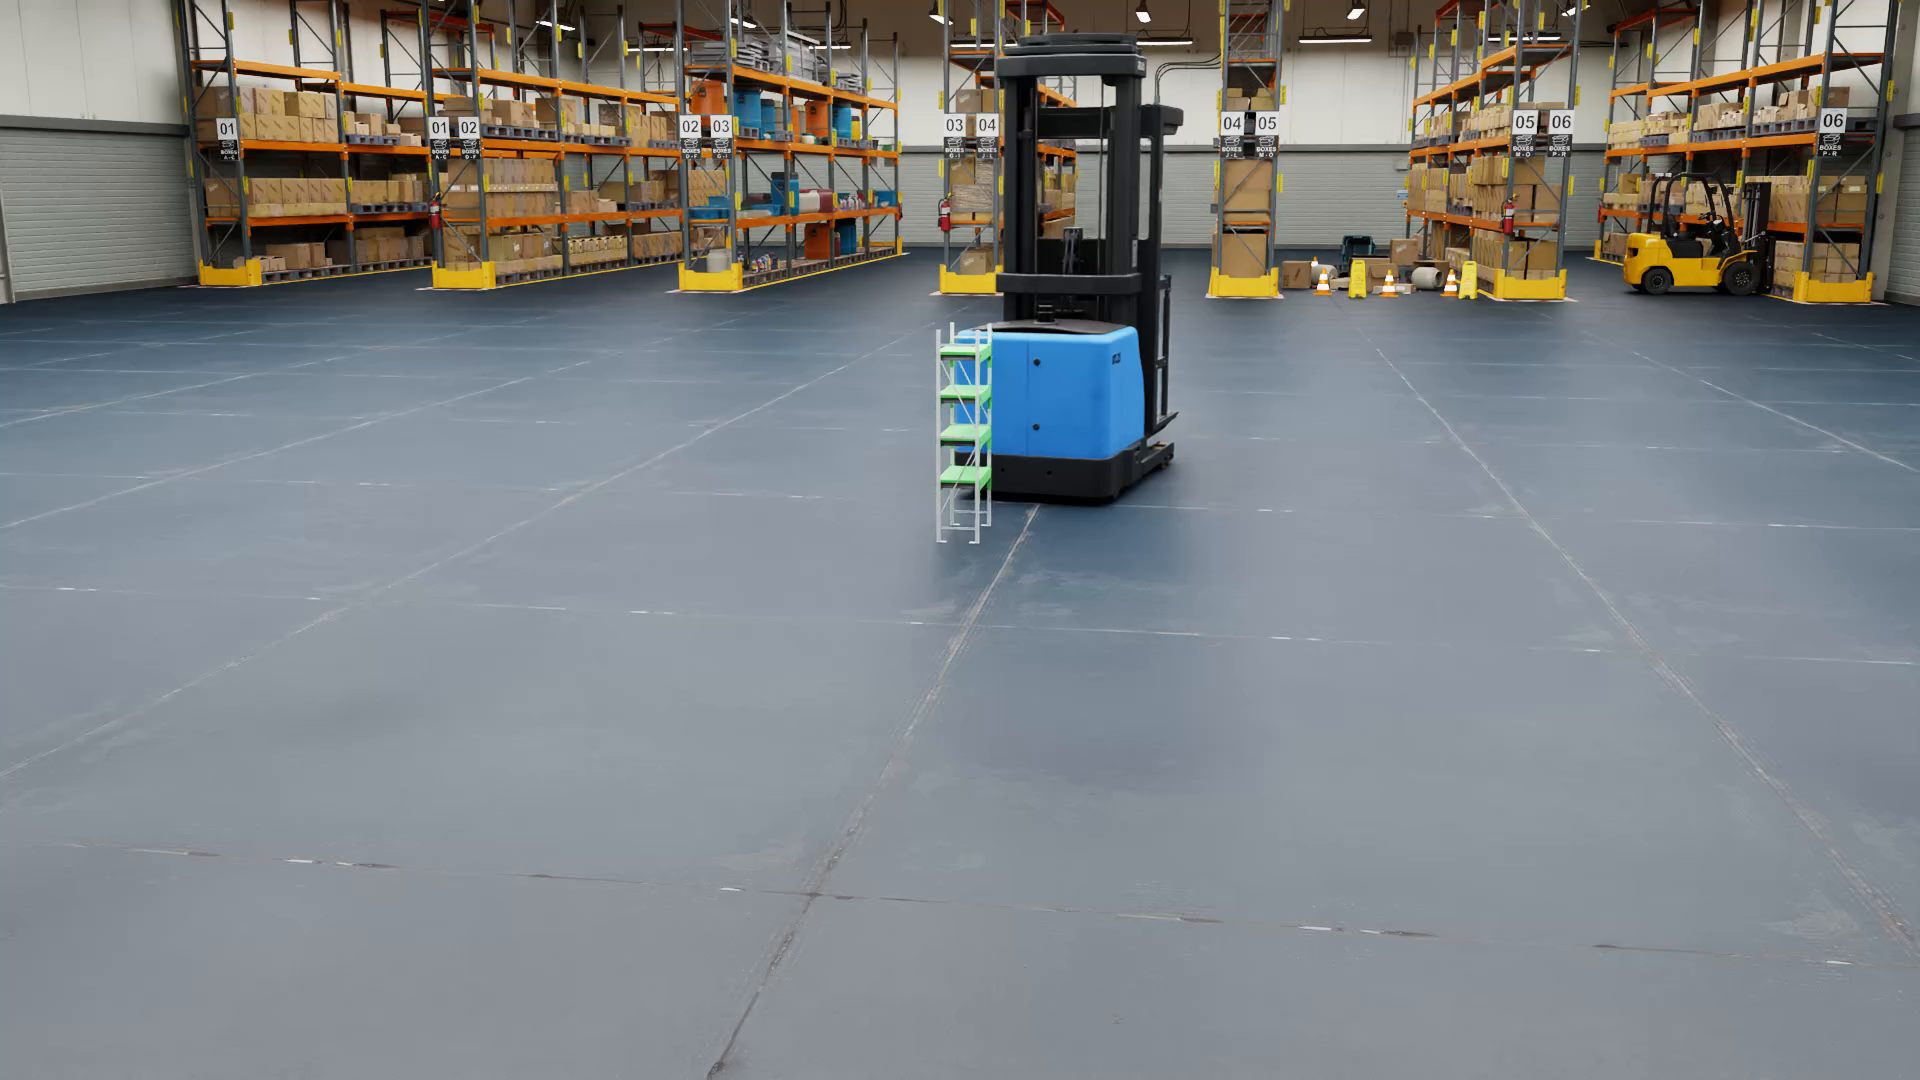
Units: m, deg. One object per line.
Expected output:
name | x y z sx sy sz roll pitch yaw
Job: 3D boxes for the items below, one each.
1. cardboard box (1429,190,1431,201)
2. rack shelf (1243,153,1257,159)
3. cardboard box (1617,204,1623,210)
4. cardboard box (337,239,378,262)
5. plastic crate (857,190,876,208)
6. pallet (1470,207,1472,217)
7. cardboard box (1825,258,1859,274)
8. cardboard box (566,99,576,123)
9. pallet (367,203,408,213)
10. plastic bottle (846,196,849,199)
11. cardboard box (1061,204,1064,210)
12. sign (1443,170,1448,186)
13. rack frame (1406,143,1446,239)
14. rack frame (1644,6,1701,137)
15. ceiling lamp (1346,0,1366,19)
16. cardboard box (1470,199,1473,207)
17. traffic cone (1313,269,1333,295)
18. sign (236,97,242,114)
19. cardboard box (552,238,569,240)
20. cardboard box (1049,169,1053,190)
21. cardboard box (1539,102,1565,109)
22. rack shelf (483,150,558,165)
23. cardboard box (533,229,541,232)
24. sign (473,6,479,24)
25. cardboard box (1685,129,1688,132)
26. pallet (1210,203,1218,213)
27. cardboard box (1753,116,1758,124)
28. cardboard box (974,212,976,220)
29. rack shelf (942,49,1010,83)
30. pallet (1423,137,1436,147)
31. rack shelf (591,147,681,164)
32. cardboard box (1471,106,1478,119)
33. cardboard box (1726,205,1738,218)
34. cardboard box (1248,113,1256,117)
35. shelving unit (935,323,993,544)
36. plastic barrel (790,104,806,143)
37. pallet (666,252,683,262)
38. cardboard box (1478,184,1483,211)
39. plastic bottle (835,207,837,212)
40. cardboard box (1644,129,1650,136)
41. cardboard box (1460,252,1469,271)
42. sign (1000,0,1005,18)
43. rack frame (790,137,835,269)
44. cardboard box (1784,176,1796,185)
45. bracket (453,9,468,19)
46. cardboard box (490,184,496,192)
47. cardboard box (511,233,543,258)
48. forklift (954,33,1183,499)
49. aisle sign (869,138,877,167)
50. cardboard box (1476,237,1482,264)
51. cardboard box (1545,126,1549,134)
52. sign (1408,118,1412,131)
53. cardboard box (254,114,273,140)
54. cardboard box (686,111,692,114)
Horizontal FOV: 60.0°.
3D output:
cardboard box | 11.448 -8.192 39.553 0.500 0.250 0.500 2 12 10
rack shelf | 7.248 -9.883 42.818 1.077 0.370 4.000 2 12 9
cardboard box | 16.778 -8.381 41.857 0.380 0.149 0.250 2 12 10
cardboard box | -13.732 -6.606 37.914 0.700 0.500 0.500 2 12 8
plastic crate | -2.454 -8.932 43.526 0.402 0.464 0.583 2 12 9
pallet | 10.878 -6.608 33.489 1.003 0.211 1.213 2 12 9
cardboard box | 15.184 -4.751 28.762 0.500 0.250 0.500 2 12 10
cardboard box | -8.765 -9.401 36.456 0.500 0.500 0.500 3 13 14
pallet | -13.507 -7.675 38.442 1.003 0.211 1.213 2 12 9
plastic bottle | -2.828 -8.434 41.626 0.144 0.351 0.185 2 12 9
cardboard box | 2.429 -8.461 42.232 0.380 0.149 0.250 2 12 9
sign | 10.683 -7.963 36.575 0.100 0.325 0.005 2 12 9
rack frame | 12.462 -9.045 44.344 1.000 3.000 0.127 2 12 9
rack frame | 16.752 -10.985 39.105 1.000 3.000 0.127 2 12 9
ceiling lamp | 9.561 -13.896 38.755 0.800 3.185 2.000 2 12 9
cardboard box | 10.423 -6.746 33.273 0.380 0.149 0.250 2 12 9
traffic cone | 6.580 -4.678 30.102 0.336 0.463 0.334 2 12 9
sign | -13.938 -8.393 32.124 0.100 0.325 0.005 2 12 9
cardboard box | -9.031 -6.631 37.341 0.500 0.311 0.500 2 12 8
cardboard box | 1.848 -8.797 40.574 0.797 0.503 0.637 2 12 9
cardboard box | 10.258 -7.515 28.828 0.380 0.149 0.250 2 12 8
rack shelf | -12.321 -10.546 45.896 1.077 0.370 4.000 2 12 9
cardboard box | -12.176 -8.473 46.627 0.700 0.500 0.500 1 12 7
sign | -9.031 -9.805 31.035 0.100 0.325 0.005 2 12 9
cardboard box | 16.013 -8.943 36.158 0.380 0.149 0.250 2 12 7
pallet | 6.330 -7.577 37.988 1.213 0.211 1.003 2 12 9
cardboard box | 15.153 -7.901 31.278 0.380 0.149 0.250 2 12 10
cardboard box | 0.088 -6.031 30.953 0.380 0.149 0.250 2 12 9
rack shelf | 0.517 -9.031 31.755 1.077 0.370 4.000 2 12 9
pallet | 11.983 -9.805 40.962 1.003 0.211 1.213 2 12 9
rack shelf | -8.041 -9.554 41.291 1.077 0.370 4.000 2 12 9
cardboard box | 10.715 -8.728 33.924 0.500 0.250 0.500 2 12 10
cardboard box | 15.341 -6.427 32.552 0.500 0.250 0.500 2 12 10
cardboard box | 5.731 -8.159 31.528 0.500 0.250 0.500 2 12 8
shelving unit | 0.025 -0.621 9.527 0.258 1.200 0.503 2 12 9
plastic barrel | -3.795 -9.409 37.722 0.600 0.901 0.600 0 12 0
pallet | -7.821 -7.321 42.965 1.003 0.211 1.213 2 12 9
cardboard box | 10.219 -6.554 31.839 0.500 0.500 0.500 2 12 8
plastic bottle | -2.973 -7.951 39.543 0.061 0.283 0.133 2 12 9
cardboard box | 16.239 -9.548 38.920 0.380 0.149 0.250 2 12 9
cardboard box | 10.802 -5.727 34.187 0.950 0.372 0.625 3 12 12
sign | 0.746 -9.446 29.558 0.100 0.325 0.005 2 12 9
rack frame | -3.454 -7.861 38.851 1.000 3.000 0.127 2 12 9
cardboard box | 14.816 -6.362 29.411 0.380 0.149 0.250 2 12 10
bracket | -13.088 -13.783 43.545 0.235 0.232 0.430 2 12 9
cardboard box | -9.267 -6.853 32.395 0.380 0.149 0.250 2 12 7
cardboard box | -8.980 -6.106 34.457 0.500 0.500 0.500 2 12 9
forklift | 0.912 -1.958 11.623 1.130 2.935 3.031 4 13 19
aisle sign | -2.506 -10.822 46.419 0.394 0.787 0.004 2 12 9
cardboard box | 10.188 -5.549 31.871 0.500 0.500 0.500 2 12 11
cardboard box | 10.373 -7.116 28.871 0.380 0.149 0.250 2 12 9
sign | 11.915 -10.997 44.017 0.100 0.325 0.005 2 12 9
cardboard box | -14.058 -8.214 33.083 0.500 0.500 0.500 3 12 12
cardboard box | -7.479 -11.061 43.968 0.700 0.500 0.500 2 12 9
